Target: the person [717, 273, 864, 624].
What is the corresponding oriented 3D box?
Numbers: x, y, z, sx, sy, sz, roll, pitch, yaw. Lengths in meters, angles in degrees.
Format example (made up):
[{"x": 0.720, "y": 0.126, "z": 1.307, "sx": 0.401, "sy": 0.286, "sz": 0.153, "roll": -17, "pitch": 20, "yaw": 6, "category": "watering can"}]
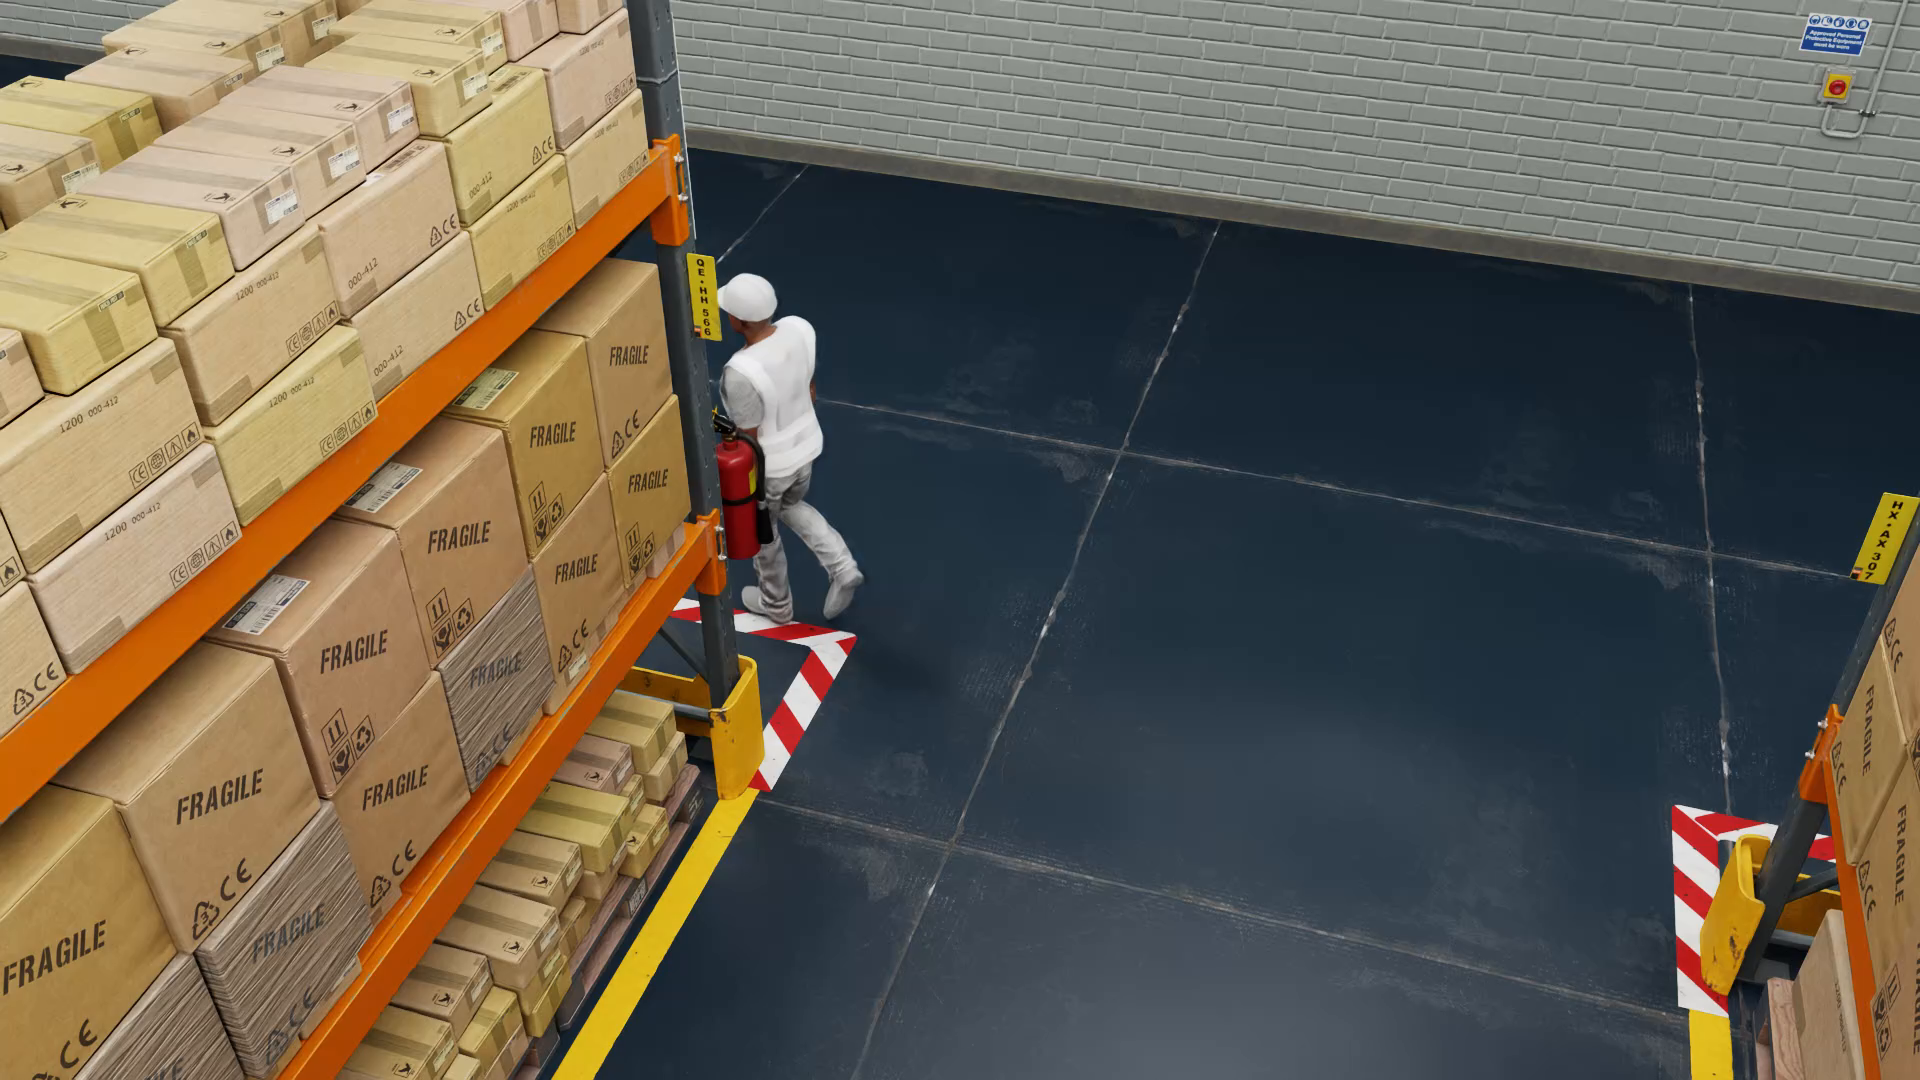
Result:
[{"x": -0.756, "y": -0.355, "z": 7.315, "sx": 0.623, "sy": 1.773, "sz": 0.564, "roll": 22, "pitch": 42, "yaw": 27, "category": "person"}]
